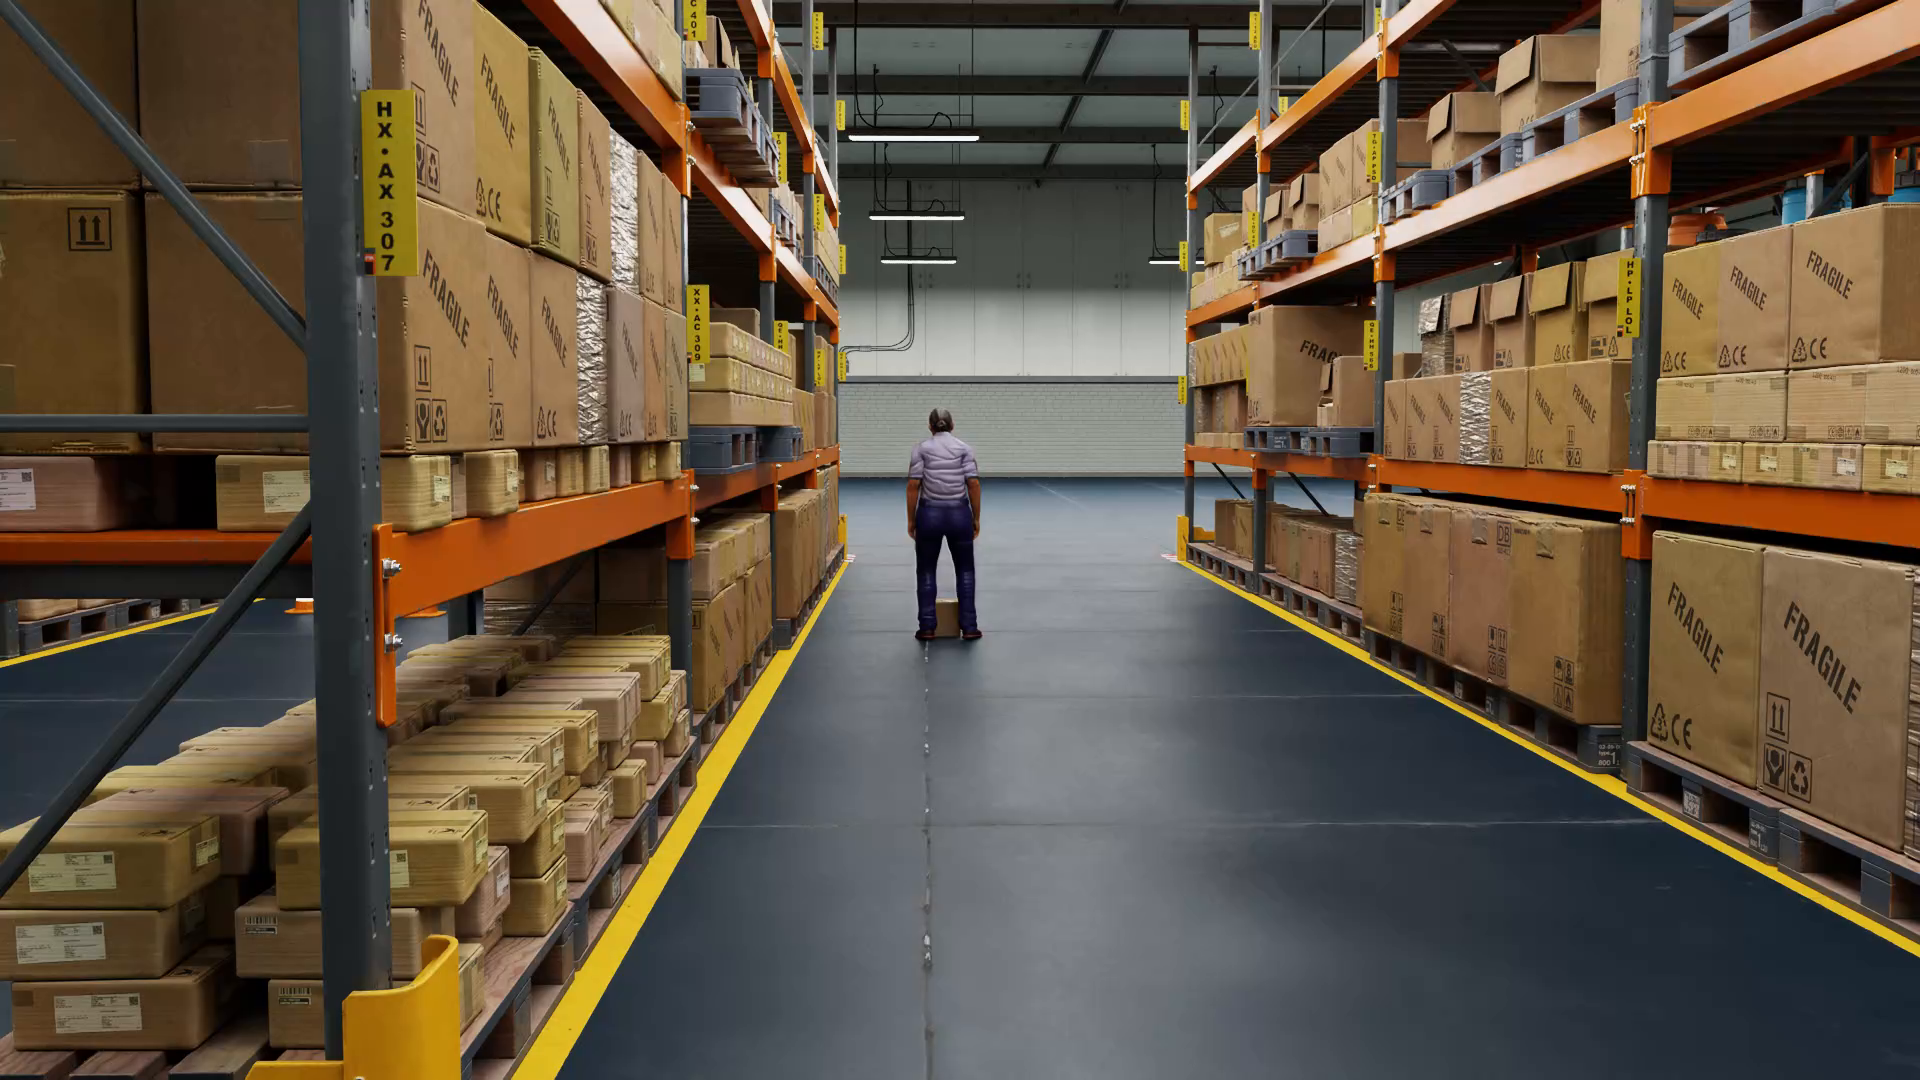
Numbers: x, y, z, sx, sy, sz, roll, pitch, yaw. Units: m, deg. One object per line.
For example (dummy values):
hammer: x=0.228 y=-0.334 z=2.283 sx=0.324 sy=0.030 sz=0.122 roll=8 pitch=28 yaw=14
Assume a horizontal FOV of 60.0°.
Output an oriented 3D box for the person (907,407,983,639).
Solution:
person: x=-0.102 y=-0.119 z=11.814 sx=0.536 sy=1.652 sz=0.371 roll=0 pitch=4 yaw=-2
